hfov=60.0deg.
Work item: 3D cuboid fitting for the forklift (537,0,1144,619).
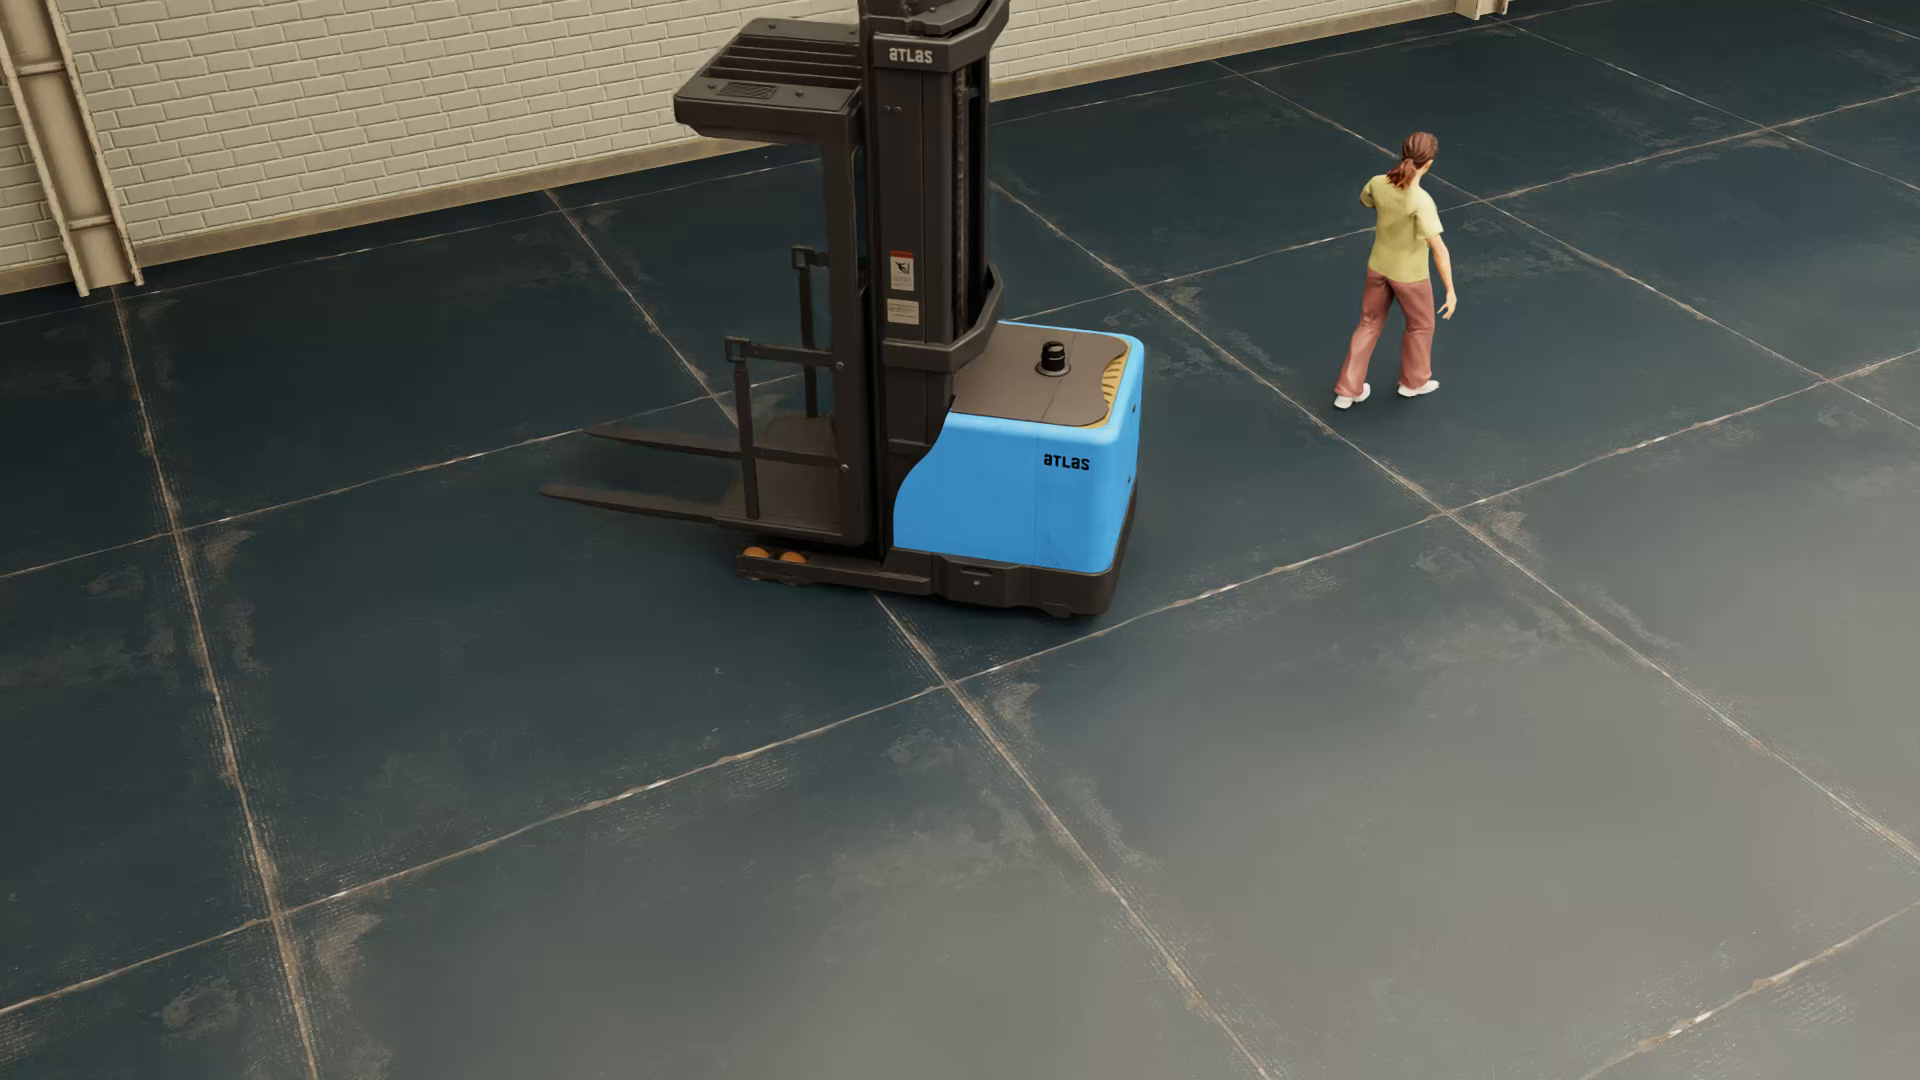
[{"bbox_3d":[-0.648,-1.256,7.900,3.031,2.935,1.130,8,36,11],"label":"forklift"}]

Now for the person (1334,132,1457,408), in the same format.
[{"bbox_3d":[2.540,-1.510,9.392,0.716,1.662,0.885,-26,43,-32],"label":"person"}]
